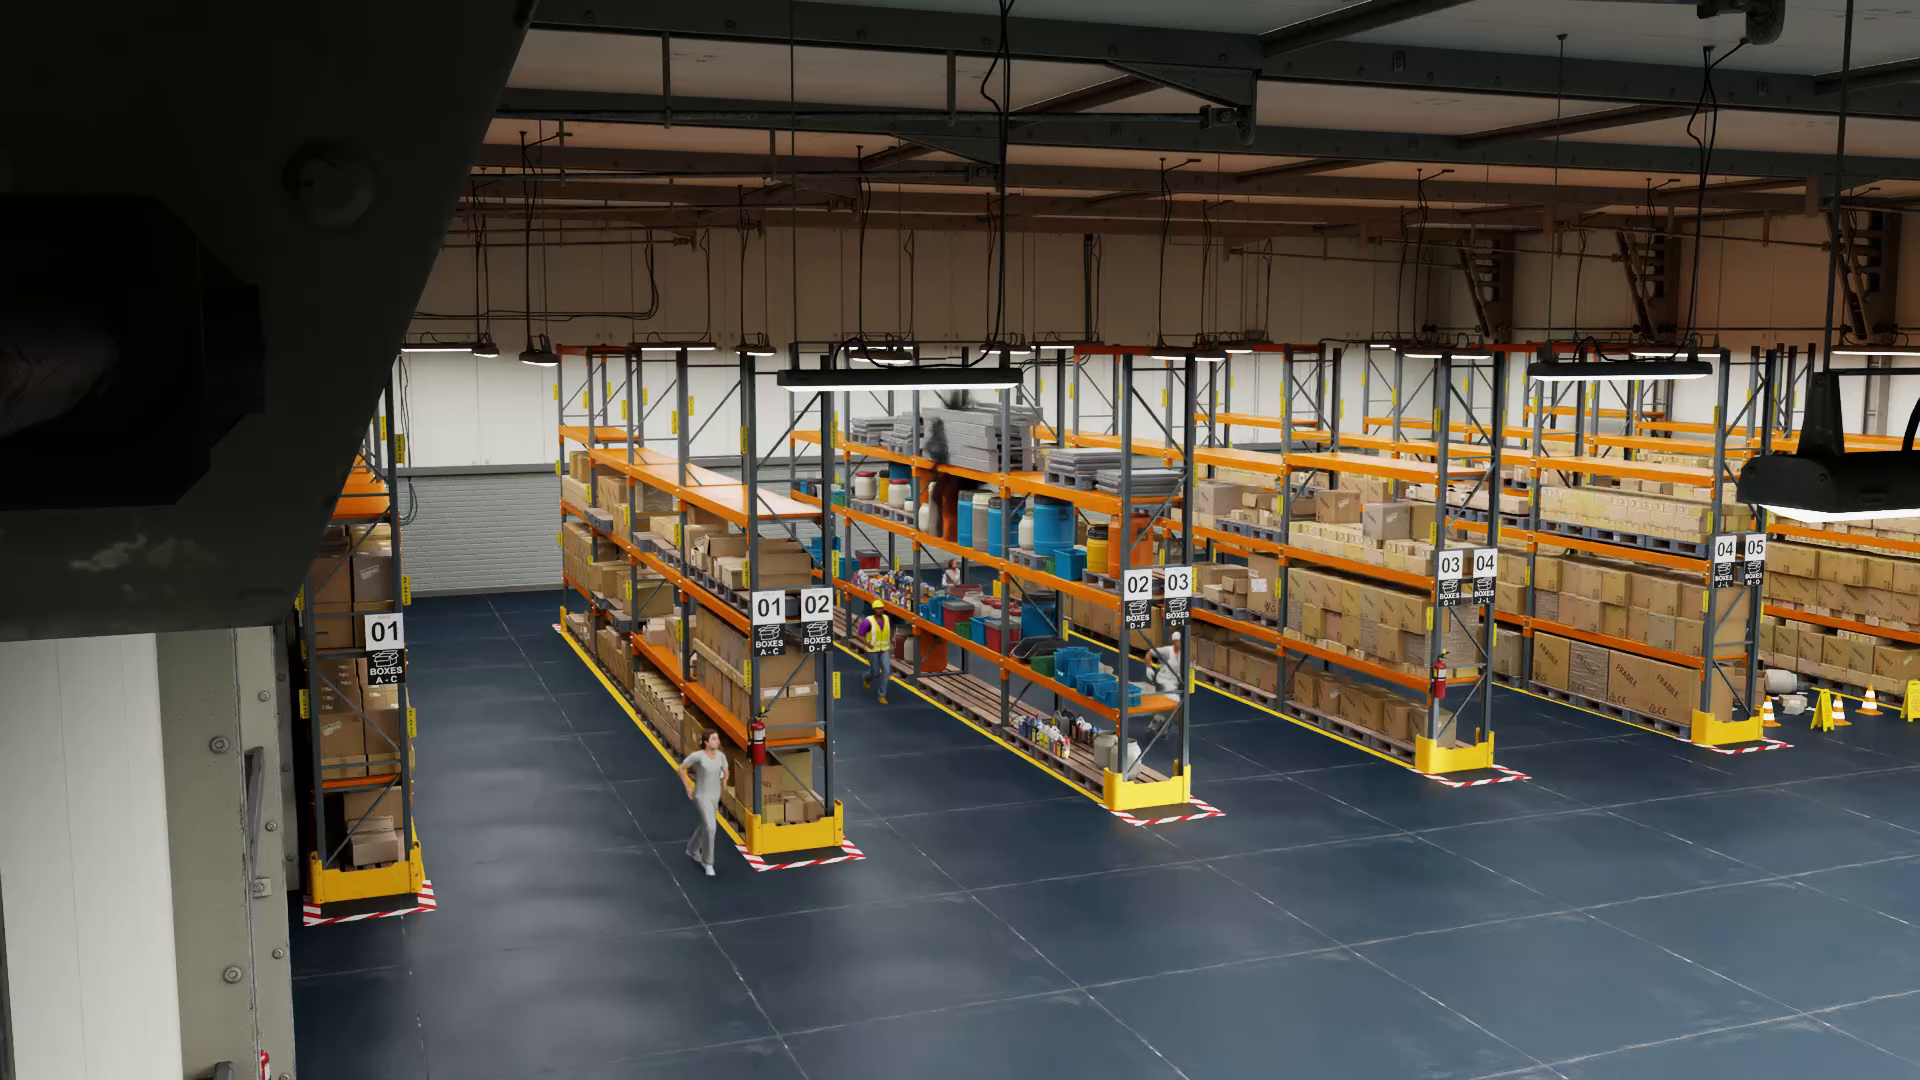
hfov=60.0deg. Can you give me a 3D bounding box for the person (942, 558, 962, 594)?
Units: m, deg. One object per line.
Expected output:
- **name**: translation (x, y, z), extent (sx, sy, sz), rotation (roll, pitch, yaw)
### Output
- **person**: translation (-0.157, 1.181, 34.293), extent (0.579, 1.643, 0.711), rotation (-4, 8, -30)

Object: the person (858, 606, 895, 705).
- **person**: translation (-1.412, 1.908, 28.379), extent (0.708, 1.727, 0.824), rotation (-4, 8, -26)

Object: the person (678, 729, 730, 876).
- **person**: translation (-2.993, 3.063, 19.568), extent (0.710, 1.713, 0.578), rotation (7, 10, 43)

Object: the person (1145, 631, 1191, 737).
- **person**: translation (3.192, 2.213, 25.614), extent (0.643, 1.700, 0.757), rotation (-6, 10, -41)
